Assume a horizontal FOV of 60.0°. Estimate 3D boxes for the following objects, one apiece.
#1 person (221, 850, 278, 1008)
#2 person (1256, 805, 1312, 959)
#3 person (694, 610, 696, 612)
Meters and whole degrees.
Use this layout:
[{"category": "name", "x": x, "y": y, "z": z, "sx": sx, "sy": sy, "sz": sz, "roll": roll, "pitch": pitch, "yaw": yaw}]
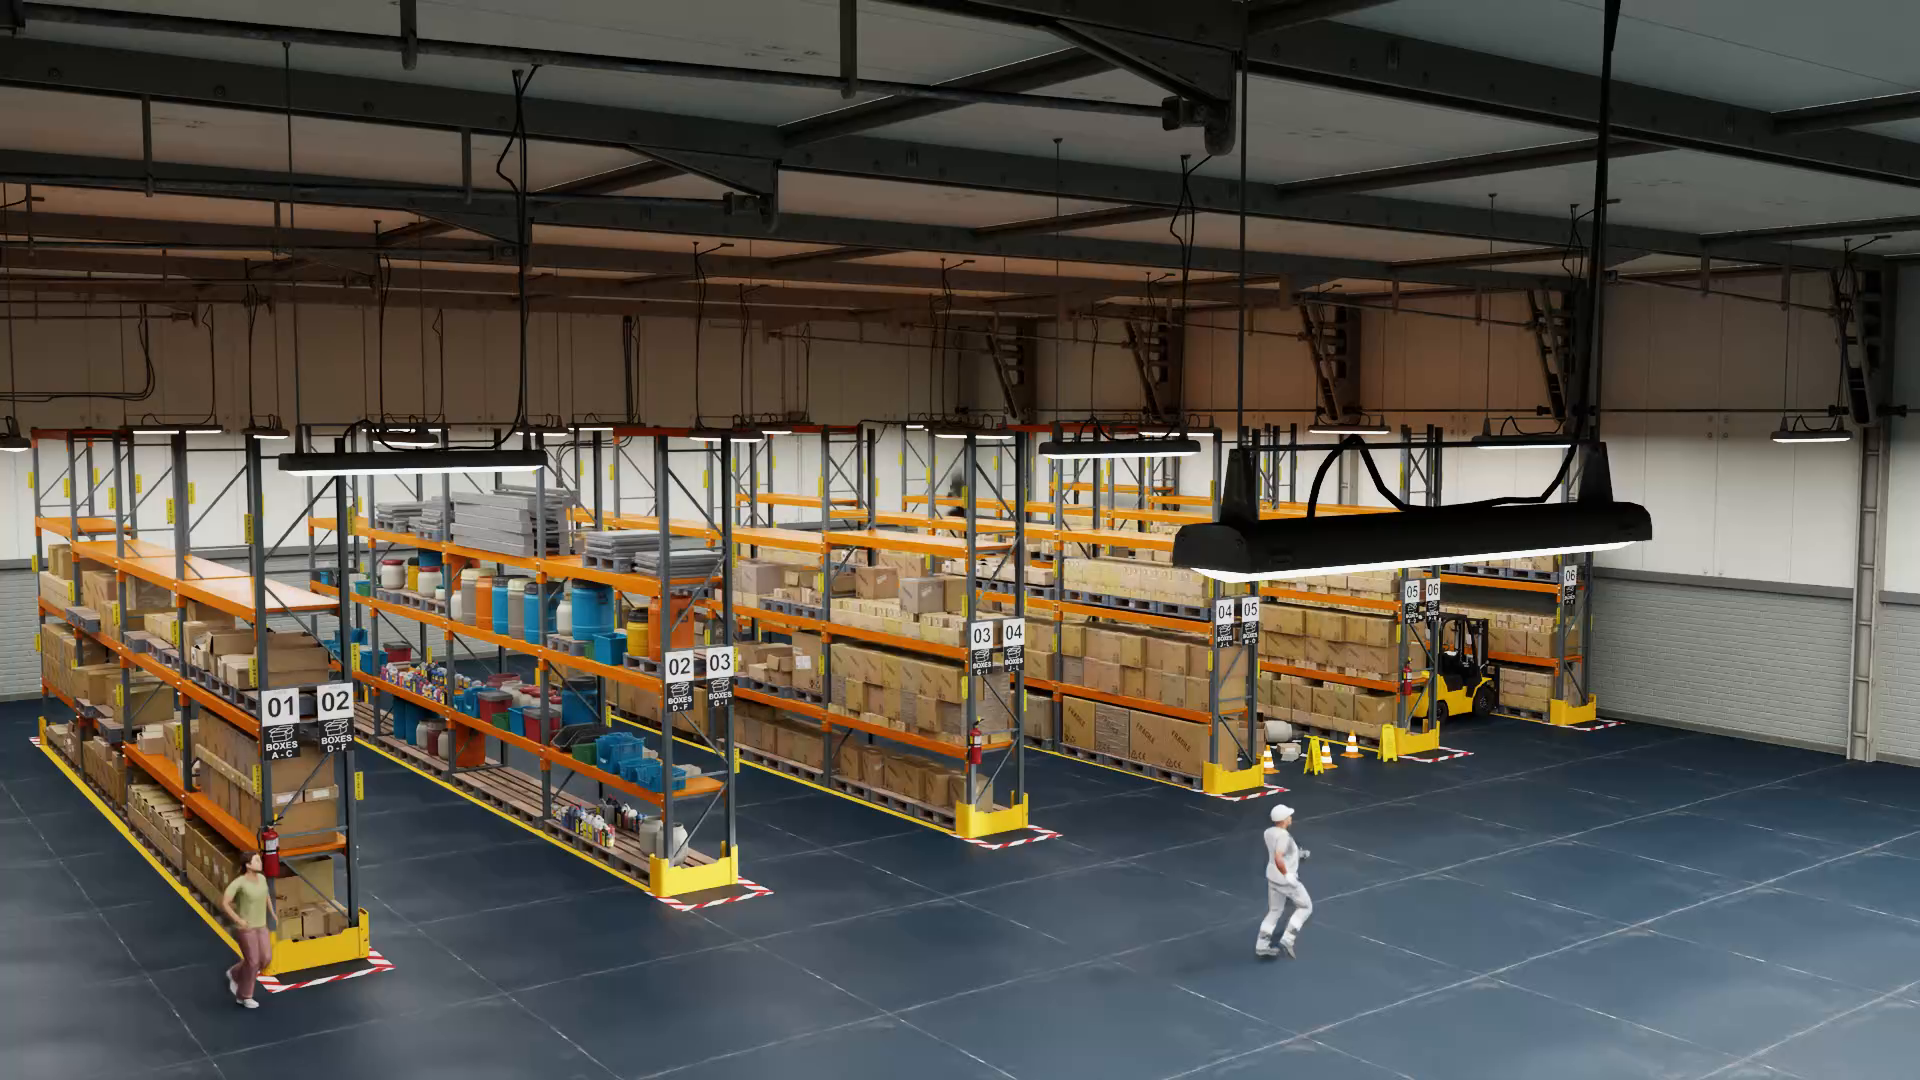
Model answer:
[{"category": "person", "x": -7.594, "y": 4.132, "z": 17.778, "sx": 0.546, "sy": 1.630, "sz": 0.639, "roll": 2, "pitch": 5, "yaw": 22}, {"category": "person", "x": 3.752, "y": 3.931, "z": 19.151, "sx": 0.699, "sy": 1.785, "sz": 0.641, "roll": -2, "pitch": 5, "yaw": -22}, {"category": "person", "x": -6.515, "y": 2.423, "z": 39.633, "sx": 0.662, "sy": 1.602, "sz": 0.791, "roll": 0, "pitch": 4, "yaw": -3}]
